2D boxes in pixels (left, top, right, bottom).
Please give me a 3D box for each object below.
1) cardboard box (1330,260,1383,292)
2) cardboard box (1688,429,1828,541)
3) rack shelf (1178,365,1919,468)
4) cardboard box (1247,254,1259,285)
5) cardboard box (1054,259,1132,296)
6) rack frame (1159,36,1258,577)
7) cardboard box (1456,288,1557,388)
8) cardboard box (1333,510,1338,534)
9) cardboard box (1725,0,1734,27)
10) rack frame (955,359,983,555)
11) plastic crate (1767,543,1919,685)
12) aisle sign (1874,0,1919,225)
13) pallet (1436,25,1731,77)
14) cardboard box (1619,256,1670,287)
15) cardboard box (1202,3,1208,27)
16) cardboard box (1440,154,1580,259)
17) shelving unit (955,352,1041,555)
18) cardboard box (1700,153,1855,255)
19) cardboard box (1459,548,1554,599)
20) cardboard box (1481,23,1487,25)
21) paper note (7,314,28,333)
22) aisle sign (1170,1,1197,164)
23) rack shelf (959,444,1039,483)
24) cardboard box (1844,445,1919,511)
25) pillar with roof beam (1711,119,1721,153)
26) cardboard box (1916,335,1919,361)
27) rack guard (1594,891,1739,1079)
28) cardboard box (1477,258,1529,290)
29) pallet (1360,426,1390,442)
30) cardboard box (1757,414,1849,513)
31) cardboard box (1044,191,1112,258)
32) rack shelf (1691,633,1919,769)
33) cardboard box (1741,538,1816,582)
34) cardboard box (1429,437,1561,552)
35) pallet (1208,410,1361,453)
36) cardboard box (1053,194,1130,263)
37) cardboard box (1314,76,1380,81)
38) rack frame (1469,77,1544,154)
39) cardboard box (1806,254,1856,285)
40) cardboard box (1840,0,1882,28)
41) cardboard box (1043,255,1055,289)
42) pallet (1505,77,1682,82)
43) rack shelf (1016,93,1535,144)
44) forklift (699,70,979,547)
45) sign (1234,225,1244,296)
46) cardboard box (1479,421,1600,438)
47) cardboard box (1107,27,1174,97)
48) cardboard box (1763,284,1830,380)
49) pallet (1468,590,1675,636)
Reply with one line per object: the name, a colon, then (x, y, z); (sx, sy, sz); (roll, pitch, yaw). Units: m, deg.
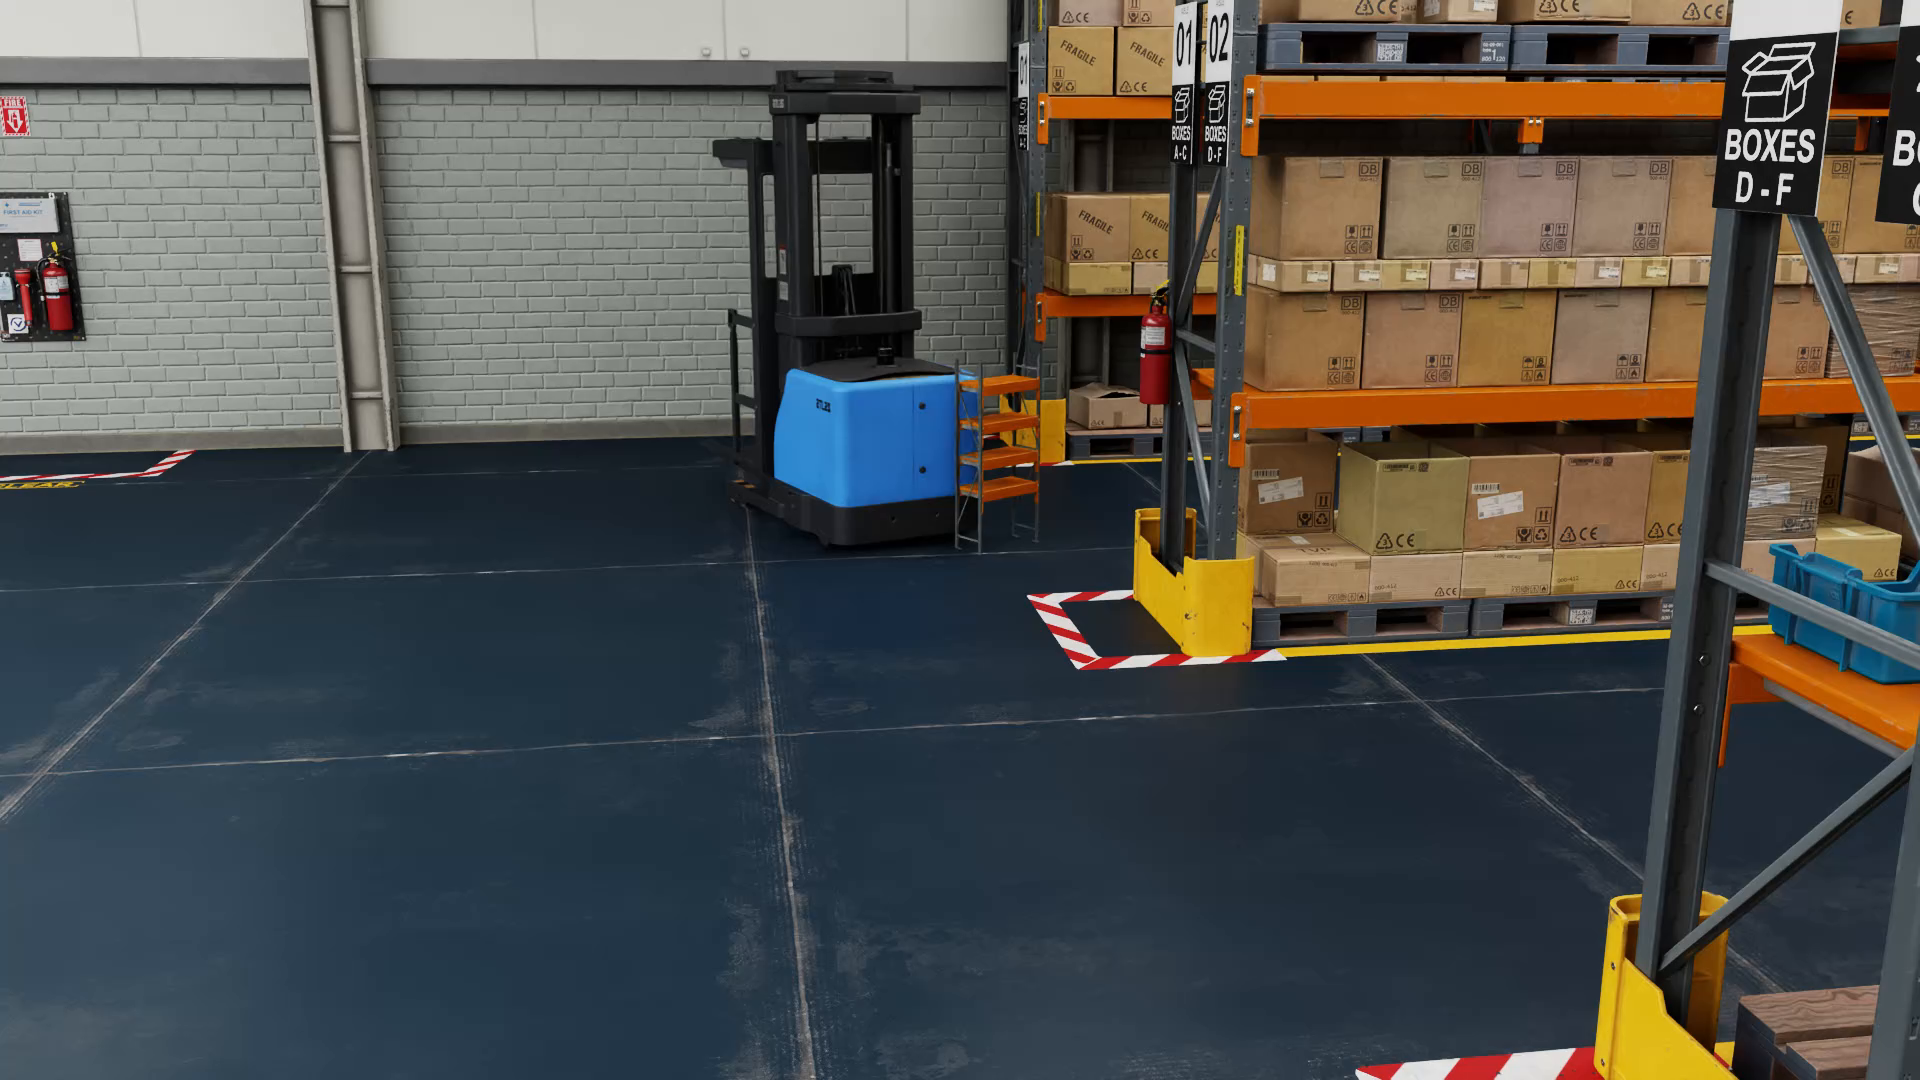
cardboard box: (1.934, -1.346, 8.382); (0.250, 0.149, 0.380); (-2, 14, -10)
cardboard box: (4.287, -0.304, 9.015); (0.500, 0.500, 0.500); (-2, 14, -8)
rack shelf: (3.231, -0.733, 8.959); (4.000, 0.370, 1.077); (-2, 14, -8)
cardboard box: (1.603, -1.433, 8.729); (0.250, 0.149, 0.380); (-2, 14, -9)
cardboard box: (1.042, -2.080, 13.115); (0.500, 0.250, 0.500); (-3, 14, -10)
rack frame: (1.253, -1.010, 8.582); (0.127, 3.000, 1.000); (-2, 14, -8)
cardboard box: (2.727, -1.109, 8.772); (0.500, 0.500, 0.700); (-2, 14, -8)
cardboard box: (2.232, 0.009, 9.310); (0.500, 0.250, 0.500); (-2, 14, -8)
cardboard box: (4.057, -2.650, 8.321); (0.250, 0.149, 0.380); (-2, 14, -8)
rack frame: (0.053, -0.510, 10.289); (0.015, 1.200, 0.240); (-12, 18, -40)
plastic crate: (2.438, 0.164, 4.208); (0.616, 0.251, 0.499); (-2, 14, -8)
aisle sign: (1.960, -1.006, 3.223); (0.004, 0.787, 0.394); (-2, 14, -8)
pallet: (3.166, -2.486, 8.485); (1.213, 0.211, 1.003); (-2, 14, -8)
cardboard box: (3.454, -1.401, 8.601); (0.250, 0.149, 0.380); (-2, 14, -6)
cardboard box: (1.938, -4.182, 12.763); (0.500, 0.500, 0.500); (-2, 14, -7)
cardboard box: (2.787, -1.742, 8.630); (0.500, 0.500, 0.700); (-2, 14, -8)
shelving unit: (0.237, -0.549, 10.444); (0.503, 1.200, 0.258); (-12, 18, -40)
cardboard box: (4.272, -1.796, 8.846); (0.500, 0.500, 0.700); (-2, 14, -8)
cardboard box: (2.805, 0.117, 8.877); (0.500, 0.250, 0.500); (-2, 14, -8)
cardboard box: (2.903, -2.818, 8.660); (0.500, 0.311, 0.500); (0, 14, -2)
paper note: (-7.493, -1.720, 13.224); (0.142, 0.148, 0.016); (-2, 14, -8)
aisle sign: (1.145, -2.339, 8.538); (0.004, 0.787, 0.394); (-2, 14, -8)
rack shelf: (0.237, -0.484, 10.461); (0.480, 0.148, 0.258); (-12, 18, -40)
cardboard box: (5.567, -0.380, 9.709); (0.500, 0.311, 0.500); (-2, 14, -8)
pillar with roof beam: (7.650, -4.526, 10.272); (0.400, 9.000, 9.100); (-2, 14, -8)
cardboard box: (5.689, -1.110, 9.291); (0.500, 0.250, 0.500); (-1, 14, -5)
rack guard: (2.056, 1.380, 4.191); (0.348, 0.500, 1.175); (-2, 14, -8)
cardboard box: (2.694, -1.373, 8.492); (0.250, 0.149, 0.380); (-3, 14, -10)
pallet: (3.808, -0.961, 14.119); (1.213, 0.211, 1.003); (-2, 14, -8)
cardboard box: (4.704, -0.447, 9.586); (0.500, 0.500, 0.500); (-2, 14, -8)
cardboard box: (0.946, -2.570, 13.529); (0.500, 0.500, 0.500); (-2, 14, -9)
rack shelf: (3.965, 0.458, 4.207); (4.000, 0.370, 1.077); (-2, 14, -8)
cardboard box: (4.287, 0.060, 9.104); (0.500, 0.250, 0.500); (-2, 14, -8)
cardboard box: (2.804, -0.249, 8.797); (0.500, 0.500, 0.500); (-2, 14, -8)
pallet: (2.599, -0.916, 13.940); (1.213, 0.211, 1.003); (-2, 14, -8)
cardboard box: (1.029, -2.447, 13.038); (0.500, 0.500, 0.500); (-2, 14, -8)
cardboard box: (2.960, -3.737, 13.044); (0.500, 0.500, 0.500); (-3, 14, -11)
rack frame: (4.467, -2.346, 13.911); (0.127, 3.000, 1.000); (-2, 14, -8)
cardboard box: (4.468, -1.438, 8.750); (0.250, 0.149, 0.380); (-3, 14, -10)
cardboard box: (4.671, -2.975, 8.895); (0.500, 0.500, 0.500); (-1, 14, -4)
cardboard box: (0.945, -2.202, 13.602); (0.500, 0.250, 0.500); (-2, 14, -7)
pallet: (5.093, -3.707, 13.556); (1.003, 0.211, 1.213); (-2, 14, -8)
rack shelf: (2.489, -3.380, 13.344); (4.000, 0.370, 1.077); (-2, 14, -8)
forklift: (-1.007, -1.692, 11.444); (1.130, 2.935, 3.031); (-8, 16, -28)
sign: (1.330, -1.334, 7.934); (0.005, 0.325, 0.100); (-2, 14, -8)
cardboard box: (3.221, -0.392, 9.367); (0.500, 0.500, 0.500); (-2, 14, -8)
cardboard box: (1.416, -3.677, 12.805); (0.500, 0.500, 0.500); (-1, 14, -5)
cardboard box: (4.250, -1.165, 8.995); (0.500, 0.500, 0.700); (-2, 14, -9)
pallet: (3.207, 0.261, 9.245); (1.213, 0.211, 1.003); (-2, 14, -8)
